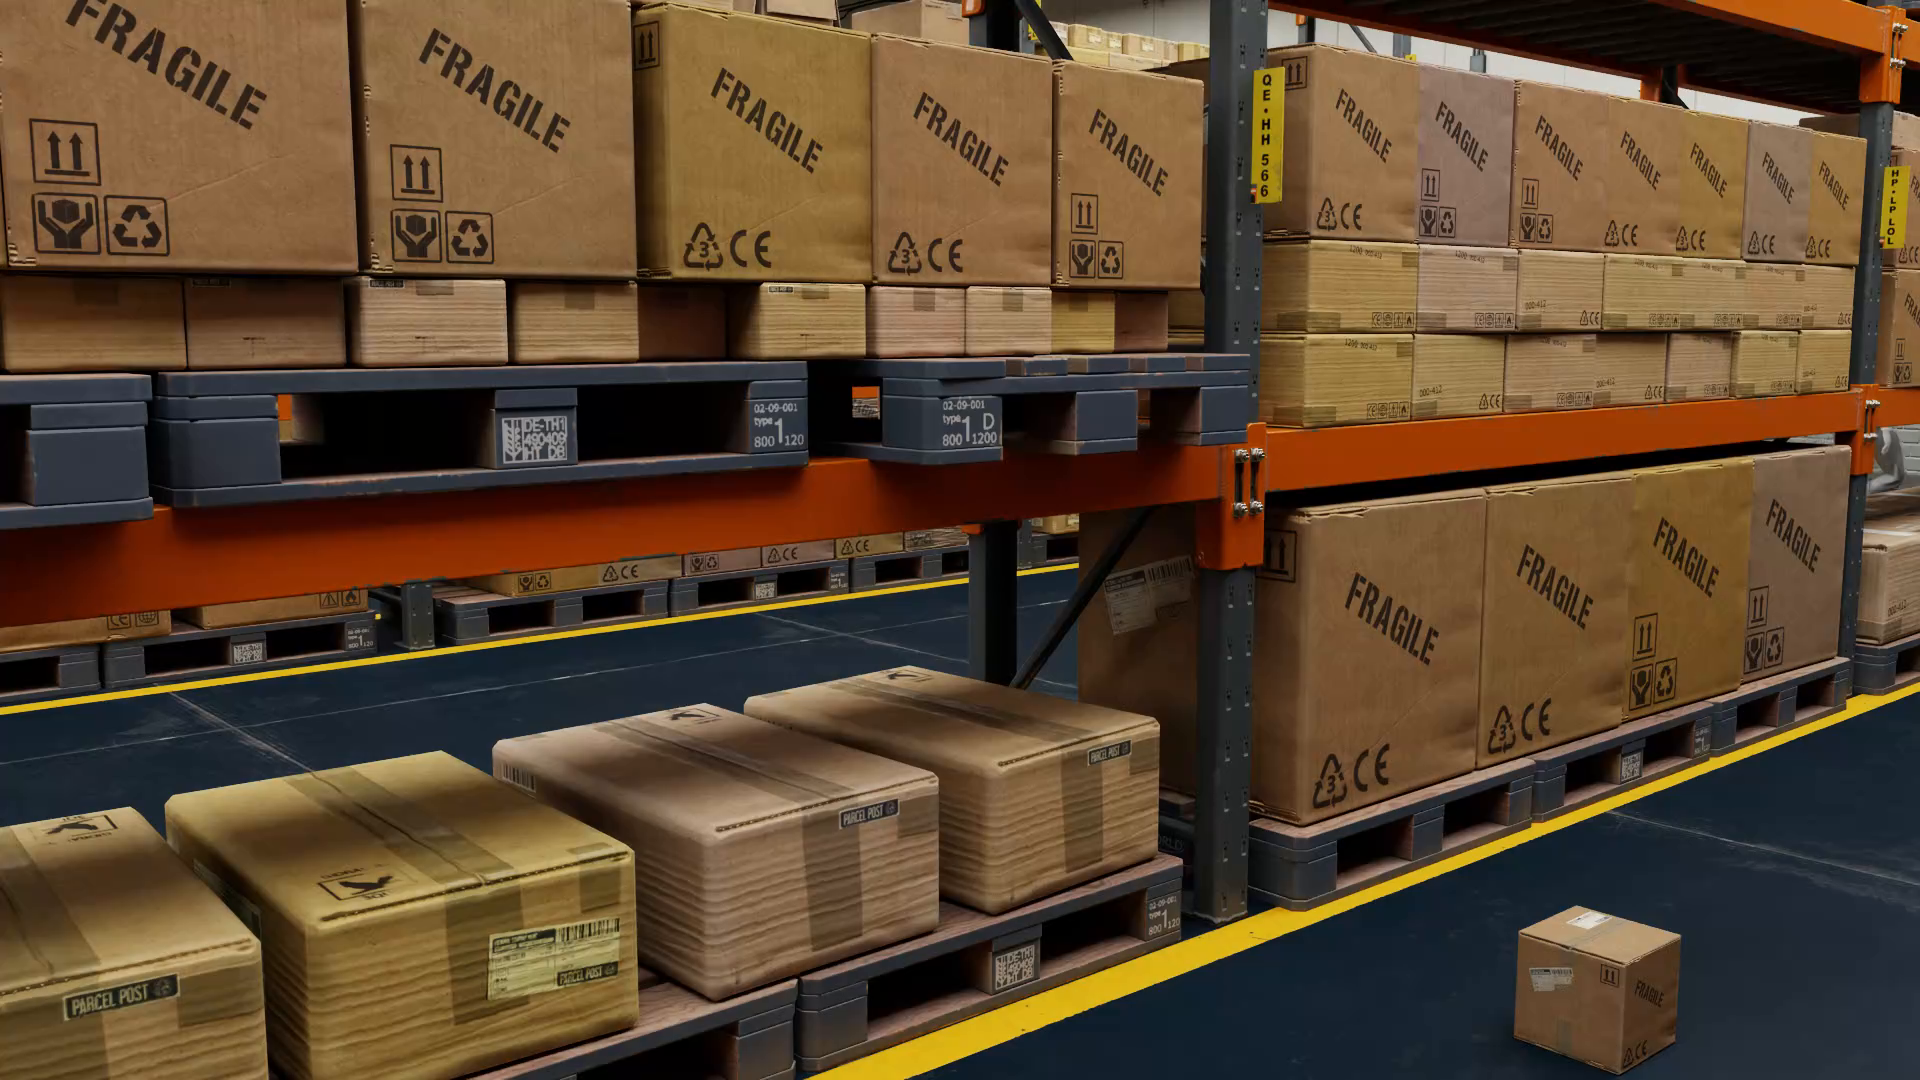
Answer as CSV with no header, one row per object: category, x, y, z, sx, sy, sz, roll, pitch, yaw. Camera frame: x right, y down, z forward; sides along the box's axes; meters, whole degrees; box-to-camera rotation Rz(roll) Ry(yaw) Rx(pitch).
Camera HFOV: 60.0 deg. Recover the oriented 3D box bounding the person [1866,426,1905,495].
person,6.302,-0.779,11.544,0.420,1.644,0.553,-2,8,-16
